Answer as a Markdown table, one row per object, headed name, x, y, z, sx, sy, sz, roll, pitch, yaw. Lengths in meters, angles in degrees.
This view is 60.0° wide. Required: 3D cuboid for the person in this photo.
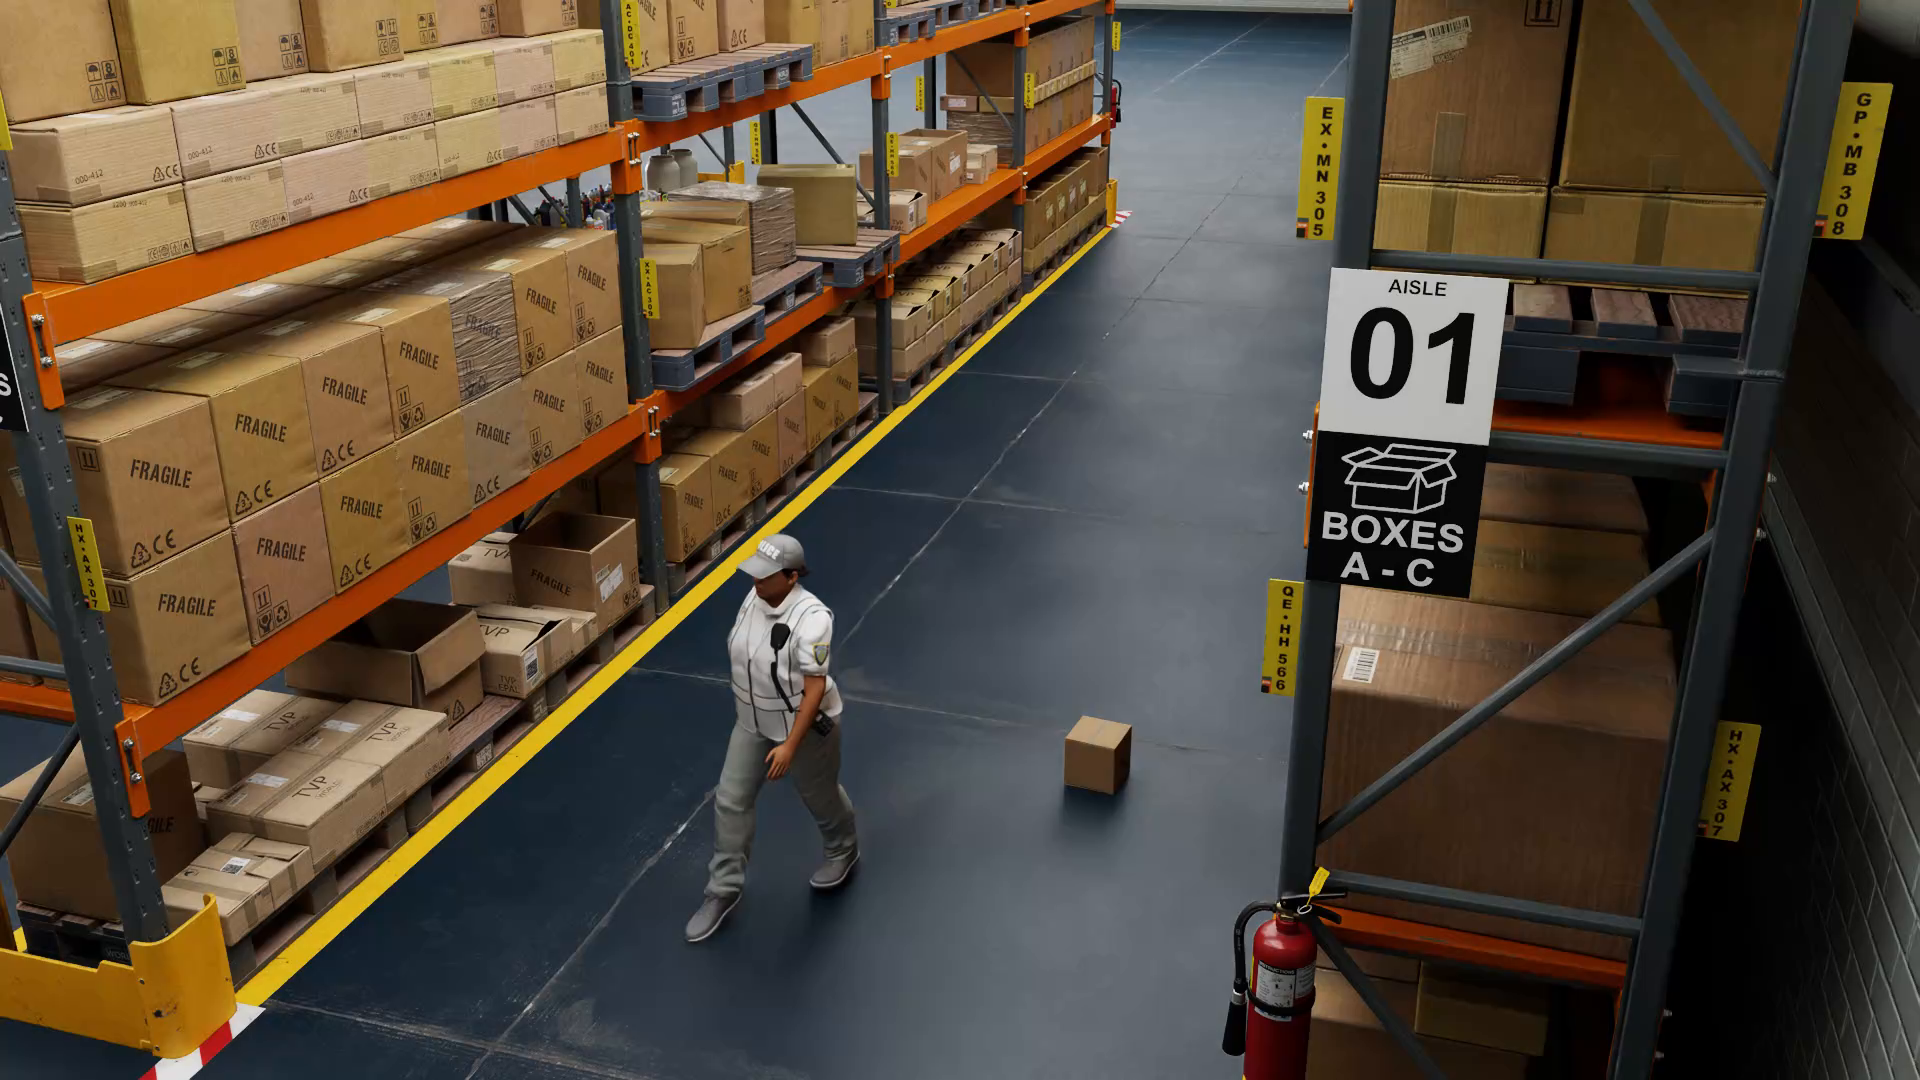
| name | x | y | z | sx | sy | sz | roll | pitch | yaw |
| --- | --- | --- | --- | --- | --- | --- | --- | --- | --- |
| person | -0.743 | 0.773 | 6.688 | 0.495 | 1.670 | 0.841 | 16 | 27 | 34 |
